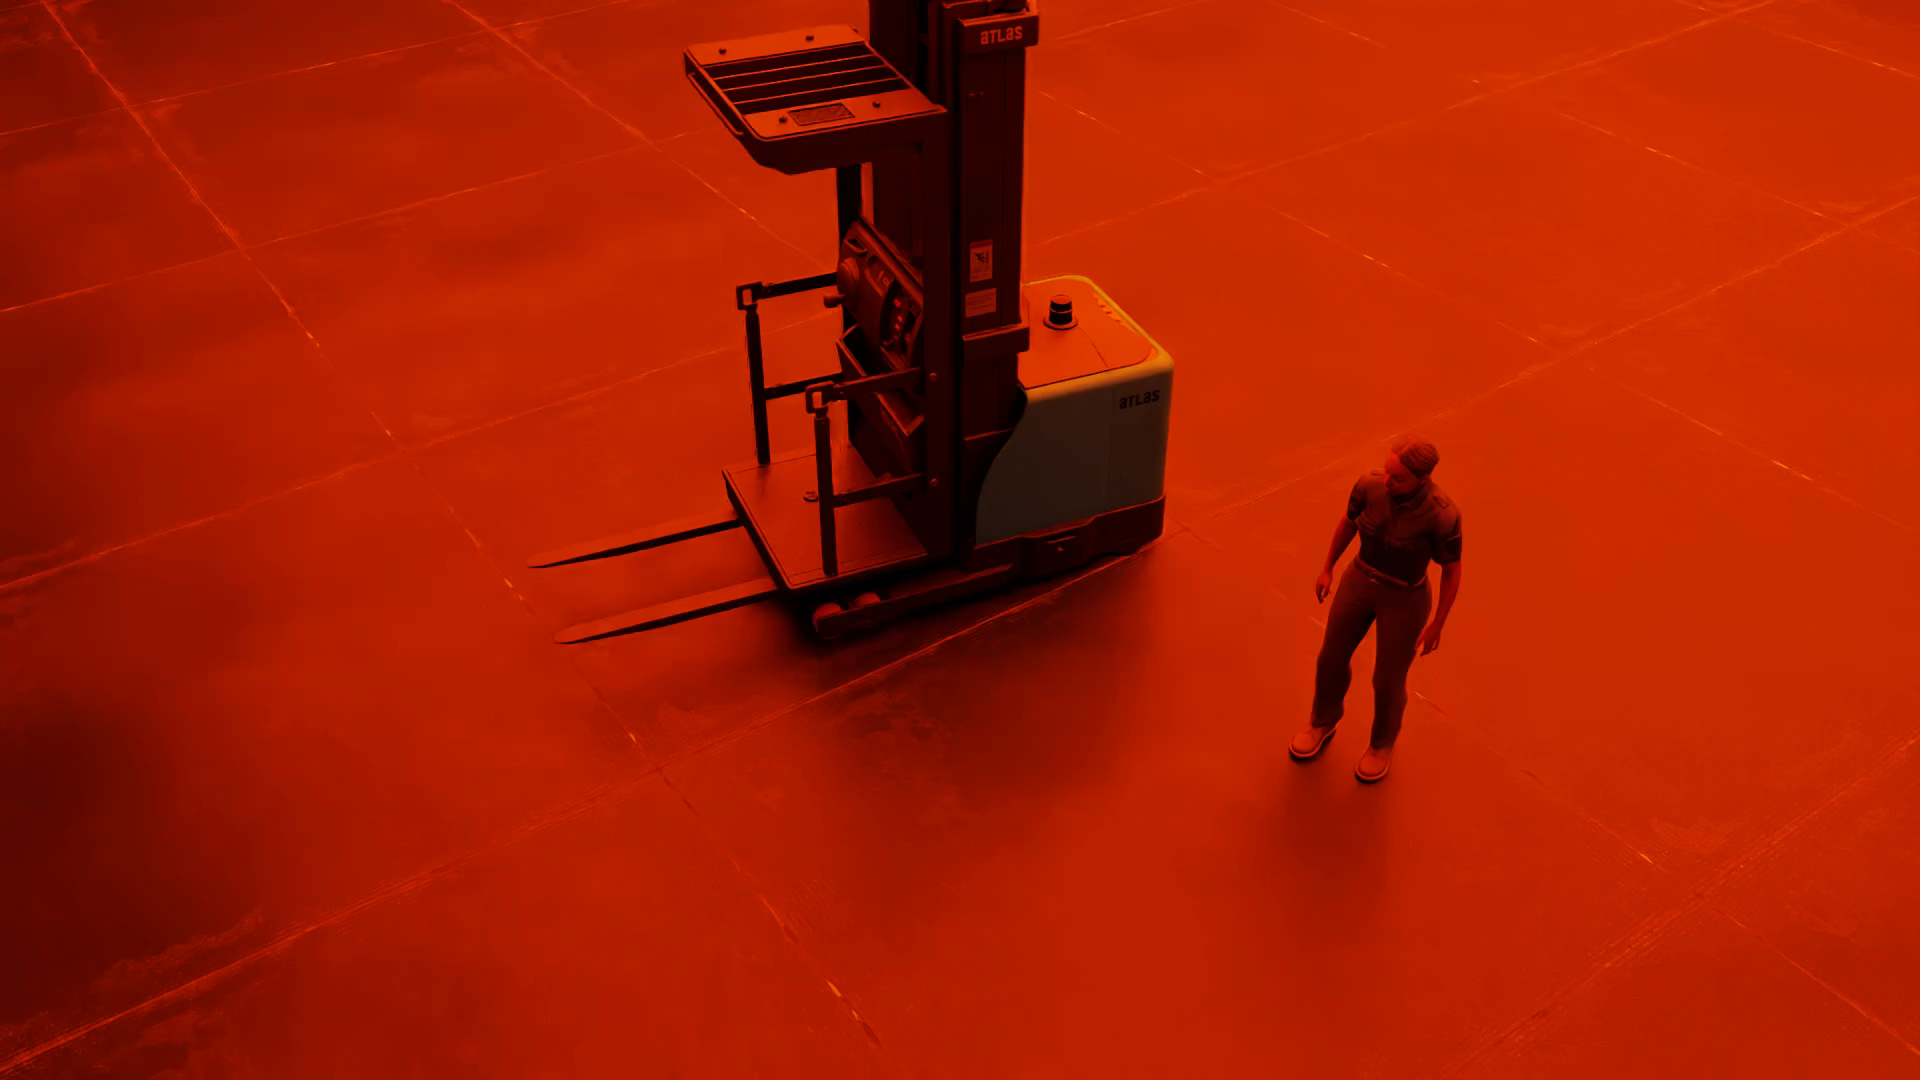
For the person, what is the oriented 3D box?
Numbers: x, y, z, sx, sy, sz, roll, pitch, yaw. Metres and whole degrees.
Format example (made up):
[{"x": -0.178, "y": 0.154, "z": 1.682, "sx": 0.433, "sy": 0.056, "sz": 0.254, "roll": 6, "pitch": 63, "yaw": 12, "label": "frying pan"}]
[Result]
[{"x": 1.684, "y": 0.251, "z": 6.683, "sx": 0.563, "sy": 1.651, "sz": 0.382, "roll": 27, "pitch": 44, "yaw": 31, "label": "person"}]

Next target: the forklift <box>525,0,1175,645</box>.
[{"x": -0.544, "y": -1.073, "z": 7.396, "sx": 3.031, "sy": 2.935, "sz": 1.130, "roll": -14, "pitch": 39, "yaw": -18, "label": "forklift"}]
